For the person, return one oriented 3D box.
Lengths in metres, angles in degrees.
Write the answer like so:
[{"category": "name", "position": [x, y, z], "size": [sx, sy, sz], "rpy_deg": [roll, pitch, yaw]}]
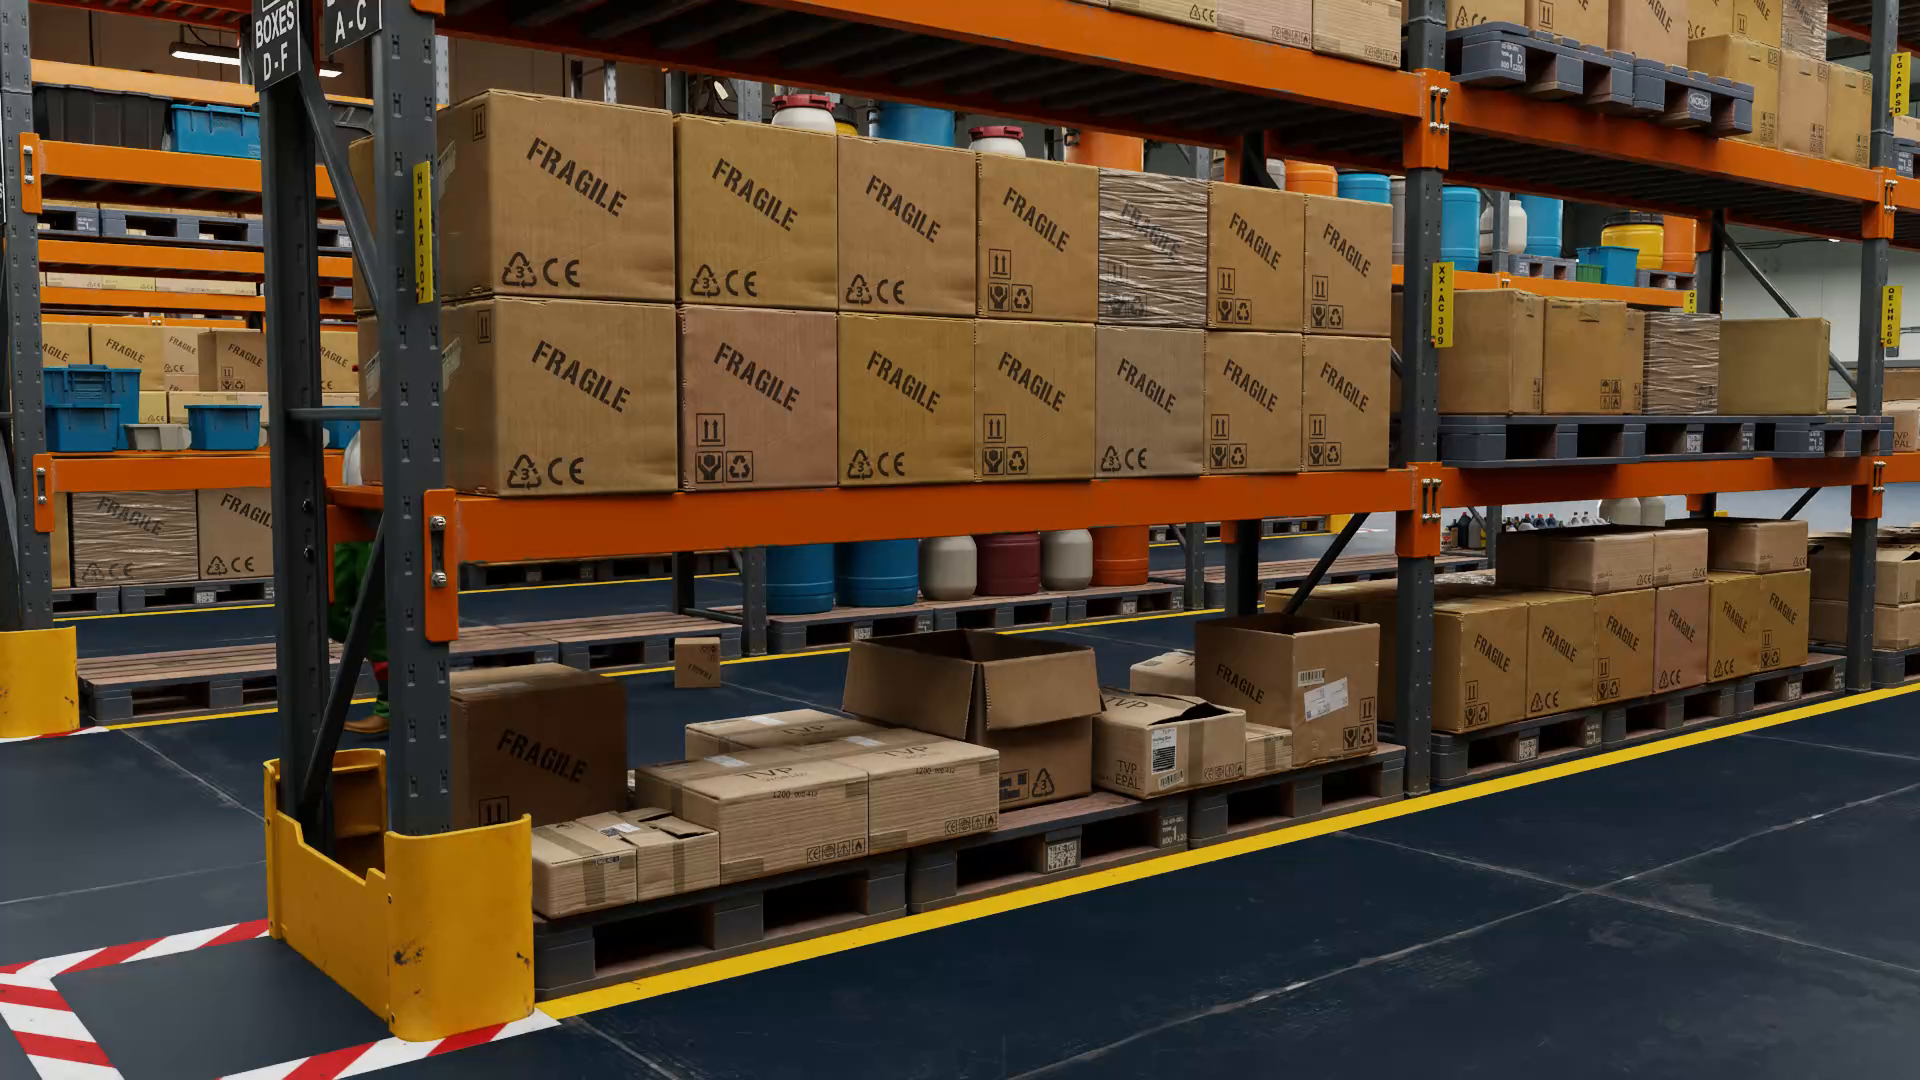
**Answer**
[{"category": "person", "position": [-2.737, 0.009, 7.773], "size": [0.486, 1.777, 0.571], "rpy_deg": [-3, 5, -39]}]
